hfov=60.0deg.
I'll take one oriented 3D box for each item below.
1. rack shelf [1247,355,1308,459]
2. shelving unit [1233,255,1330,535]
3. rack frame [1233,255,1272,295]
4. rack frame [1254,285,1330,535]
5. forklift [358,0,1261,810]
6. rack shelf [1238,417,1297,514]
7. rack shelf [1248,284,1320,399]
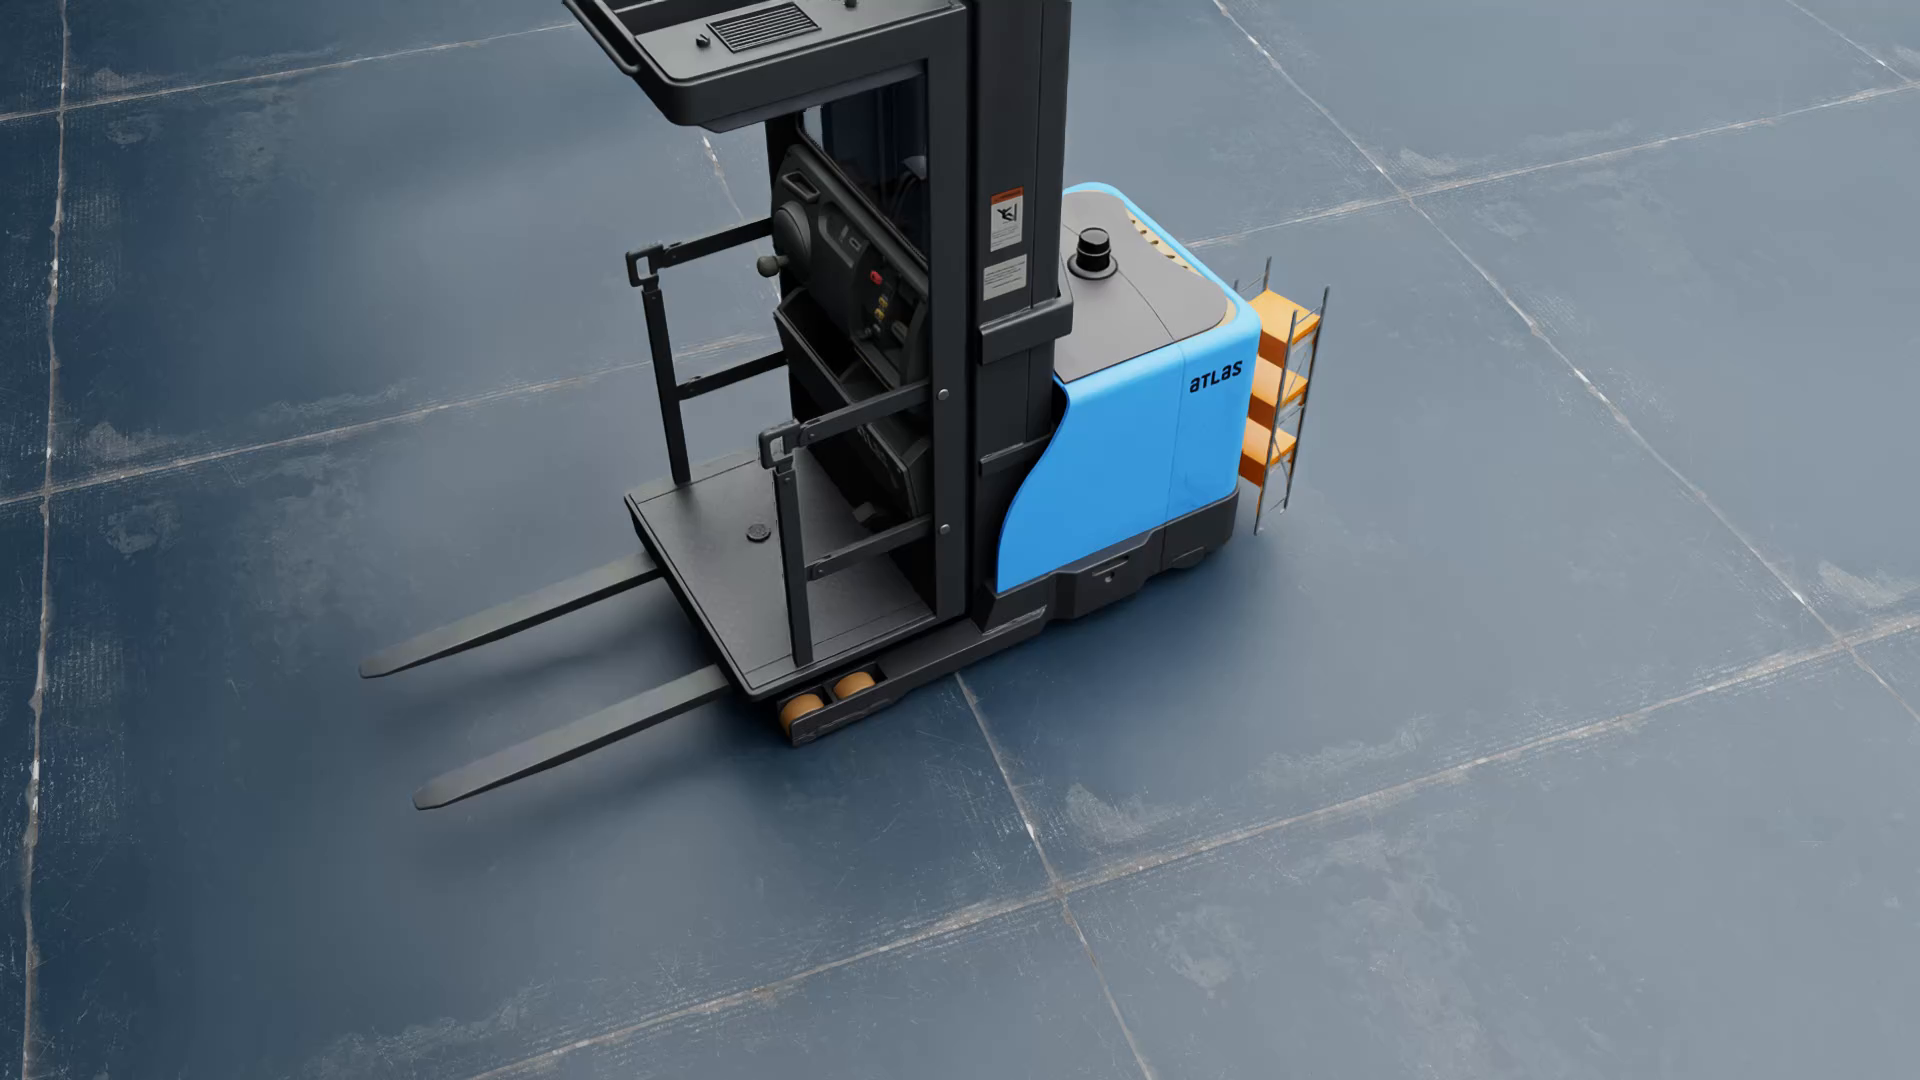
[{"bbox_3d":[1.094,-0.495,6.017,0.240,0.259,0.215,35,55,30],"label":"rack shelf"},{"bbox_3d":[1.094,-0.502,6.010,0.252,1.050,0.215,35,55,30],"label":"shelving unit"},{"bbox_3d":[1.007,-0.563,6.070,0.008,1.050,0.200,35,55,30],"label":"rack frame"},{"bbox_3d":[1.181,-0.442,5.949,0.008,1.050,0.200,35,55,30],"label":"rack frame"},{"bbox_3d":[-0.521,-0.787,4.965,3.031,2.935,1.130,-22,49,-21],"label":"forklift"},{"bbox_3d":[1.094,-0.299,6.214,0.240,0.259,0.215,35,55,30],"label":"rack shelf"},{"bbox_3d":[1.094,-0.695,5.816,0.240,0.259,0.215,35,55,30],"label":"rack shelf"}]
